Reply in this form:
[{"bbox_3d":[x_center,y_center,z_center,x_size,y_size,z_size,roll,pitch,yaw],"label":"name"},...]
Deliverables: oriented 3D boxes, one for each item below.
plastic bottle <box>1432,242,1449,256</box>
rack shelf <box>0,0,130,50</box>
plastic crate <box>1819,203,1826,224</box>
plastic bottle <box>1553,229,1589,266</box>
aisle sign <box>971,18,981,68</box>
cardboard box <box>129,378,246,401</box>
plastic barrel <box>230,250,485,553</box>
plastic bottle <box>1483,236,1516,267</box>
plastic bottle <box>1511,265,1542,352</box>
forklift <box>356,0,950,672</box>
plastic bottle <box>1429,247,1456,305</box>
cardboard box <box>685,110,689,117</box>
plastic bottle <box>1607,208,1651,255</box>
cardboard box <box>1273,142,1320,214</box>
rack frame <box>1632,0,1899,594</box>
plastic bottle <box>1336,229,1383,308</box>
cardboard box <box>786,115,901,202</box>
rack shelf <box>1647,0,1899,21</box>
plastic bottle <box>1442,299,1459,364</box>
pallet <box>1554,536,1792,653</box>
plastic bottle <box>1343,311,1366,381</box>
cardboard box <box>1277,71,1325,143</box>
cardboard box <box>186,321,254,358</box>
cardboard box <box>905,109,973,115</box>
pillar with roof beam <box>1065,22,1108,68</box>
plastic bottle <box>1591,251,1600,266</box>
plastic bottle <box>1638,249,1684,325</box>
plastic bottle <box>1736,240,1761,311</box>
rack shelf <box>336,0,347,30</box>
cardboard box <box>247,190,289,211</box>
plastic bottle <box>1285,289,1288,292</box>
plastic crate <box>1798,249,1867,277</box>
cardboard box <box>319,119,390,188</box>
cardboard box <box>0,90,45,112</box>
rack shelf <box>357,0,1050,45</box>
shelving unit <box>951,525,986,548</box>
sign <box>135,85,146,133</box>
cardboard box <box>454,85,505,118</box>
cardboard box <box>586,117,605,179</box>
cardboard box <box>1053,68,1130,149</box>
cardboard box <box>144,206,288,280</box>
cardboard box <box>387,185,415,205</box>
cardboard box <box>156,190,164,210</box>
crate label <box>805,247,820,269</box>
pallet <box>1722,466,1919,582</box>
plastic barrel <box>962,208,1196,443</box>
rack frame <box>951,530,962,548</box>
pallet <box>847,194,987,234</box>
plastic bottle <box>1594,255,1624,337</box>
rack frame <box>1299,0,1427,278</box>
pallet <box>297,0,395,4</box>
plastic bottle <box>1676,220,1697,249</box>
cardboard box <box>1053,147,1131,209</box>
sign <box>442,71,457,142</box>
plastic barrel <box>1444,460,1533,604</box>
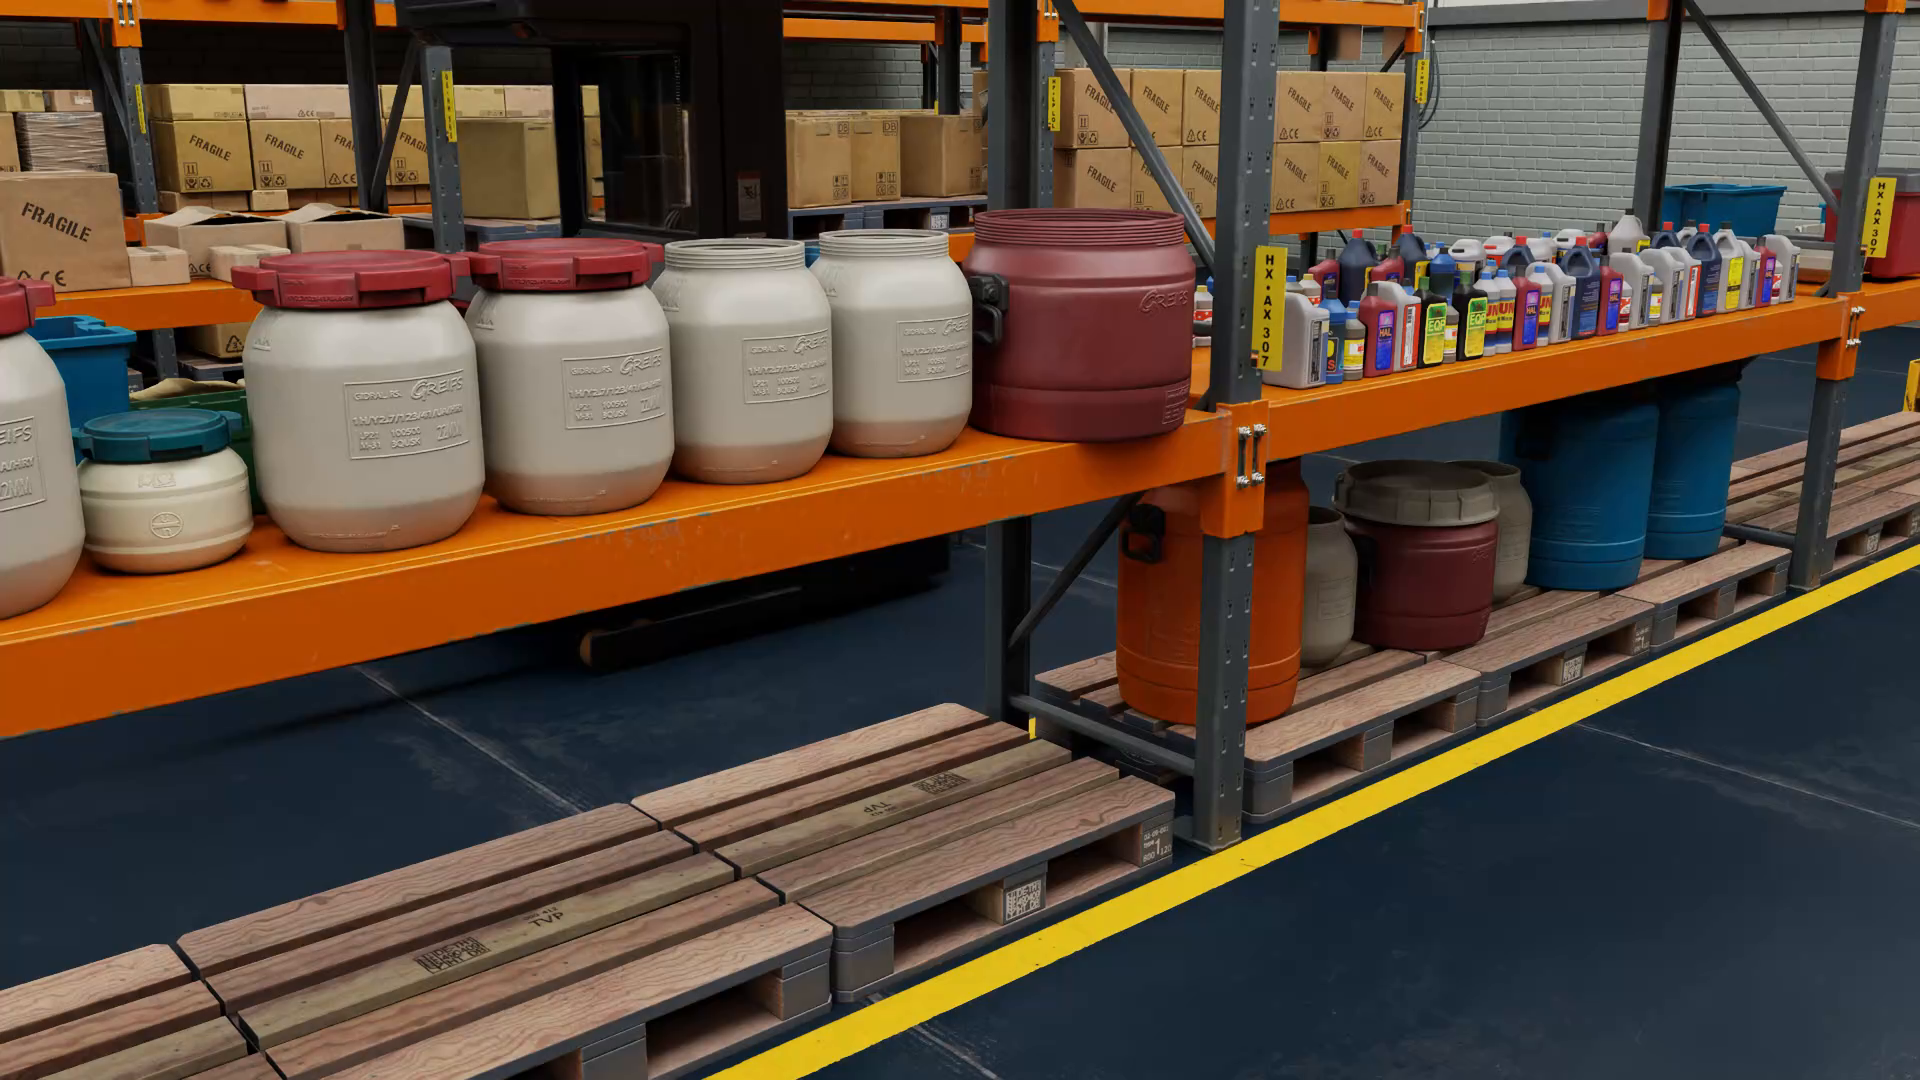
[{"bbox_3d":[1.894,-1.043,6.592,0.097,0.271,0.097,0,15,0],"label":"plastic bottle"},{"bbox_3d":[-7.557,-3.334,10.500,4.000,0.370,1.077,-13,19,-39],"label":"rack shelf"},{"bbox_3d":[4.868,-1.694,8.987,0.300,0.233,0.416,-13,19,-39],"label":"plastic crate"},{"bbox_3d":[2.597,-1.194,7.147,0.135,0.276,0.152,-13,19,-39],"label":"plastic bottle"},{"bbox_3d":[0.238,-5.136,16.628,0.004,0.787,0.394,-13,19,-39],"label":"aisle sign"},{"bbox_3d":[-3.772,-0.630,8.225,0.500,0.311,0.500,-13,20,-41],"label":"cardboard box"},{"bbox_3d":[-1.143,-0.274,3.200,0.433,0.535,0.433,0,15,0],"label":"plastic barrel"},{"bbox_3d":[2.175,-1.099,6.792,0.135,0.276,0.152,-13,19,-39],"label":"plastic bottle"},{"bbox_3d":[1.895,-0.783,5.595,0.133,0.283,0.061,-13,19,-39],"label":"plastic bottle"},{"bbox_3d":[-1.485,-1.063,6.551,3.031,2.935,1.130,-13,20,-40],"label":"forklift"},{"bbox_3d":[1.842,-0.982,6.363,0.097,0.271,0.097,0,15,0],"label":"plastic bottle"},{"bbox_3d":[-2.611,-3.482,14.893,0.700,0.700,0.980,-12,19,-39],"label":"cardboard box"},{"bbox_3d":[2.964,-1.293,7.373,0.185,0.351,0.144,-13,19,-39],"label":"plastic bottle"},{"bbox_3d":[2.313,-2.710,12.389,0.500,0.500,0.500,-12,19,-39],"label":"cardboard box"},{"bbox_3d":[3.472,-1.320,7.379,0.127,3.000,1.000,-13,19,-39],"label":"rack frame"},{"bbox_3d":[1.490,-0.983,6.211,0.185,0.351,0.144,-13,19,-39],"label":"plastic bottle"},{"bbox_3d":[-0.758,-2.370,10.305,0.500,0.500,0.700,-9,17,-31],"label":"cardboard box"},{"bbox_3d":[1.964,-2.083,5.816,4.000,0.370,1.077,-13,19,-39],"label":"rack shelf"},{"bbox_3d":[1.549,-0.672,5.338,0.097,0.201,0.097,0,15,0],"label":"plastic bottle"},{"bbox_3d":[2.863,0.150,7.280,1.213,0.211,1.003,-13,19,-39],"label":"pallet"},{"bbox_3d":[1.172,-0.587,5.022,0.097,0.201,0.097,0,15,0],"label":"plastic bottle"},{"bbox_3d":[2.317,-3.190,12.250,0.500,0.500,0.500,-12,19,-38],"label":"cardboard box"},{"bbox_3d":[-5.408,-1.834,12.657,0.750,0.750,0.750,-13,20,-40],"label":"cardboard box"},{"bbox_3d":[-0.392,-3.983,16.767,0.700,0.700,0.980,-12,19,-37],"label":"cardboard box"},{"bbox_3d":[4.282,-6.612,15.567,0.400,9.000,9.100,-13,19,-39],"label":"pillar with roof beam"},{"bbox_3d":[2.359,-0.940,6.205,0.097,0.271,0.097,0,15,0],"label":"plastic bottle"},{"bbox_3d":[2.630,-0.960,6.272,0.135,0.276,0.152,-13,19,-39],"label":"plastic bottle"},{"bbox_3d":[3.112,-1.068,6.678,0.135,0.276,0.152,-13,19,-39],"label":"plastic bottle"},{"bbox_3d":[-4.303,-2.370,6.892,4.000,0.370,1.077,-13,19,-39],"label":"rack shelf"},{"bbox_3d":[-5.196,-2.539,12.393,0.250,0.149,0.380,-12,19,-38],"label":"cardboard box"},{"bbox_3d":[1.120,-0.835,5.950,0.097,0.201,0.097,0,15,0],"label":"plastic bottle"},{"bbox_3d":[3.917,-1.272,7.596,0.243,0.136,0.396,-13,19,-39],"label":"plastic crate"},{"bbox_3d":[-4.738,-2.976,12.770,0.500,0.500,0.500,-13,20,-40],"label":"cardboard box"},{"bbox_3d":[-6.522,-3.024,11.454,0.380,0.149,0.250,12,19,38],"label":"cardboard box"},{"bbox_3d":[-1.285,-3.048,9.429,4.000,0.370,1.077,-13,19,-39],"label":"rack shelf"},{"bbox_3d":[0.006,-0.436,8.139,0.210,0.900,0.258,-13,19,-39],"label":"shelving unit"},{"bbox_3d":[-5.685,-2.988,11.534,0.005,0.325,0.100,-13,19,-39],"label":"sign"},{"bbox_3d":[-3.992,-3.512,13.325,0.500,0.250,0.500,-12,19,-38],"label":"cardboard box"},{"bbox_3d":[-3.214,-3.323,14.069,0.500,0.500,0.500,-13,20,-40],"label":"cardboard box"},{"bbox_3d":[0.764,-2.841,10.943,0.500,0.500,0.500,-12,19,-38],"label":"cardboard box"},{"bbox_3d":[-3.596,-1.450,8.040,0.500,0.311,0.500,-13,20,-40],"label":"cardboard box"},{"bbox_3d":[-4.498,-2.732,13.113,0.250,0.149,0.380,-13,19,-39],"label":"cardboard box"},{"bbox_3d":[-5.971,-2.564,12.486,0.250,0.149,0.380,-12,19,-38],"label":"cardboard box"},{"bbox_3d":[-0.472,-0.544,4.404,0.616,0.435,0.502,-13,19,-39],"label":"crate label"},{"bbox_3d":[4.002,-0.105,8.233,1.213,0.211,1.003,-13,19,-39],"label":"pallet"},{"bbox_3d":[0.304,-0.570,4.309,0.708,0.536,0.600,-13,19,-39],"label":"plastic barrel"},{"bbox_3d":[-0.071,-0.419,8.075,0.006,0.900,0.240,-13,19,-39],"label":"rack frame"},{"bbox_3d":[-0.451,-2.078,10.589,1.213,0.211,1.003,-13,19,-39],"label":"pallet"},{"bbox_3d":[2.310,-0.876,5.944,0.133,0.283,0.061,-13,19,-39],"label":"plastic bottle"},{"bbox_3d":[3.241,-2.962,13.528,0.127,3.000,1.000,-13,19,-39],"label":"rack frame"},{"bbox_3d":[-4.756,-4.238,12.858,1.213,0.211,1.003,-12,19,-37],"label":"pallet"},{"bbox_3d":[2.899,-1.105,6.669,0.185,0.351,0.144,-13,19,-39],"label":"plastic bottle"},{"bbox_3d":[0.787,-2.366,11.103,0.500,0.500,0.500,-12,19,-38],"label":"cardboard box"},{"bbox_3d":[-2.427,-2.059,7.903,0.005,0.325,0.100,-13,19,-39],"label":"sign"},{"bbox_3d":[2.032,-0.034,6.571,0.421,0.512,0.421,0,15,0],"label":"plastic barrel"}]
